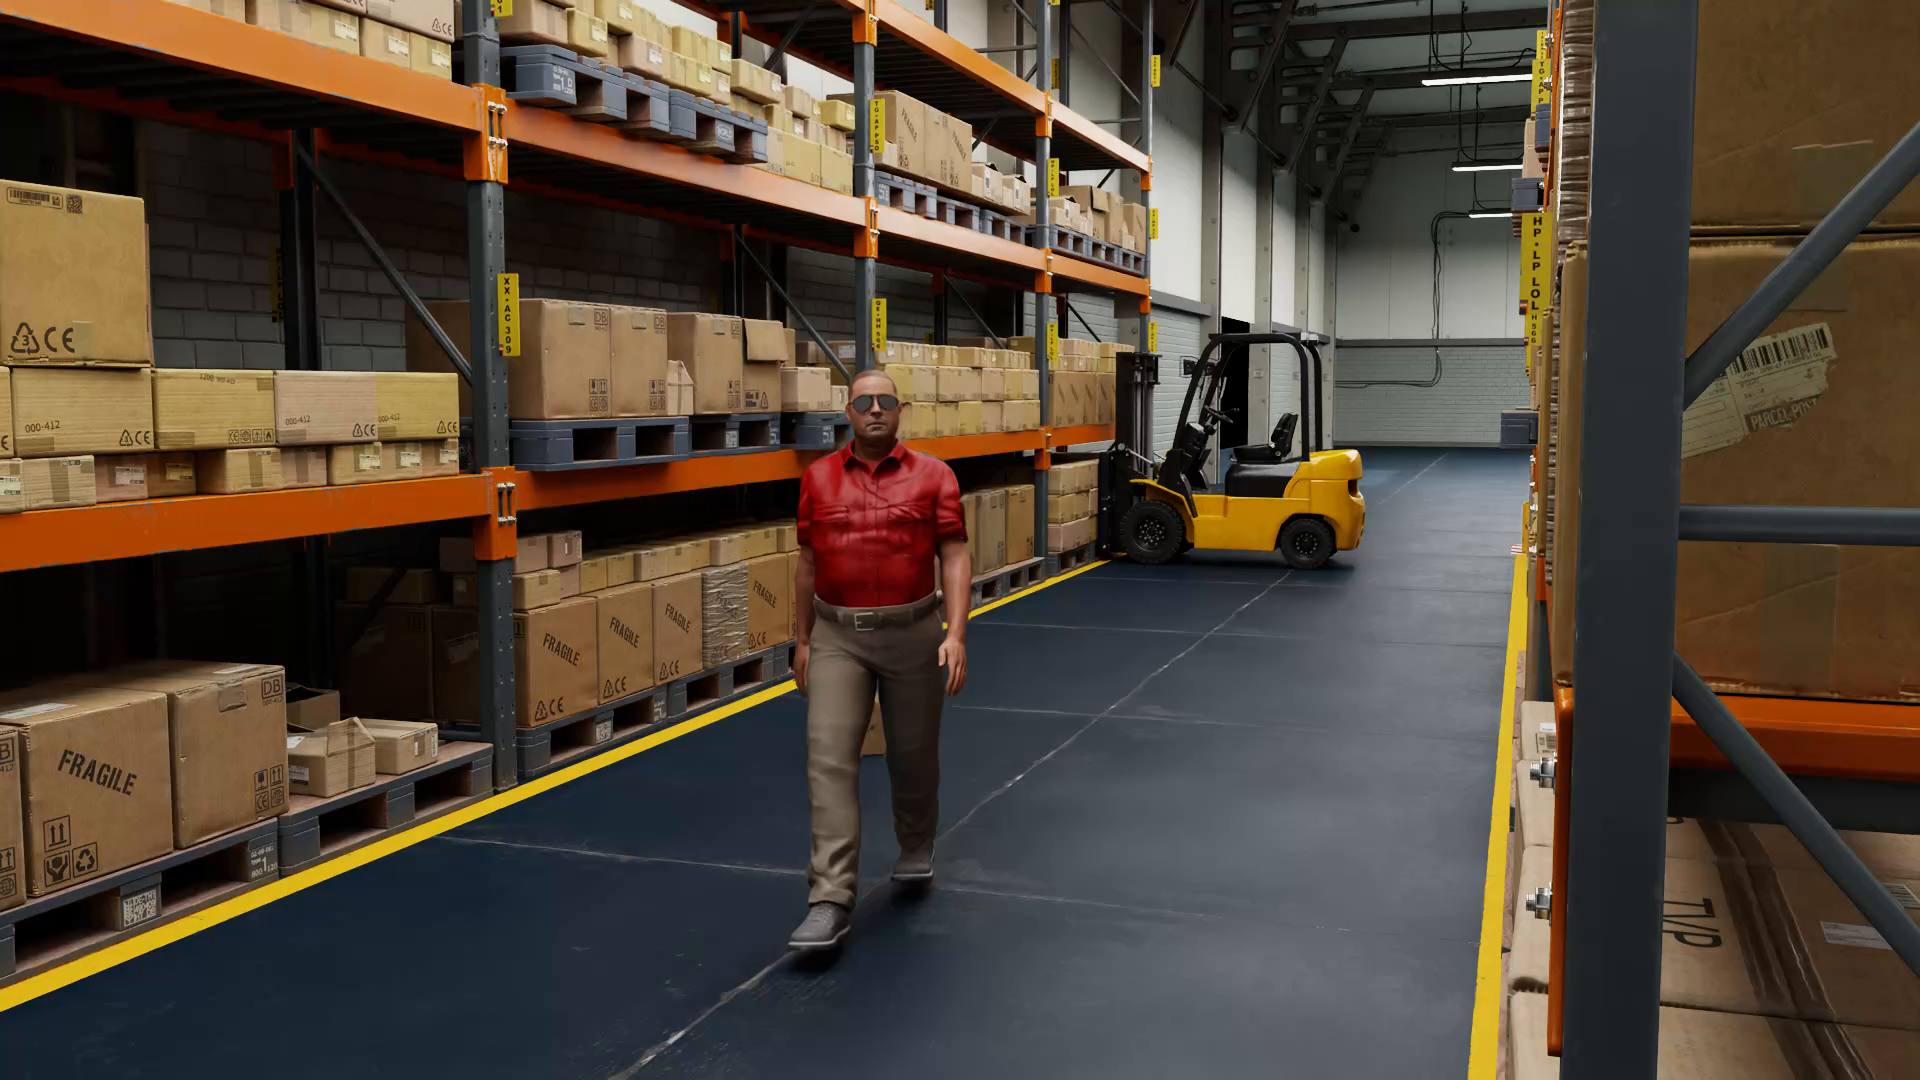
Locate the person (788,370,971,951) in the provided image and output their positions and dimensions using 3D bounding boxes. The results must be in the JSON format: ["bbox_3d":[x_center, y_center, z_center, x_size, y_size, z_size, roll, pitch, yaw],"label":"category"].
[{"bbox_3d":[-0.254,0.320,5.048,0.574,1.670,1.004,0,5,2],"label":"person"}]
